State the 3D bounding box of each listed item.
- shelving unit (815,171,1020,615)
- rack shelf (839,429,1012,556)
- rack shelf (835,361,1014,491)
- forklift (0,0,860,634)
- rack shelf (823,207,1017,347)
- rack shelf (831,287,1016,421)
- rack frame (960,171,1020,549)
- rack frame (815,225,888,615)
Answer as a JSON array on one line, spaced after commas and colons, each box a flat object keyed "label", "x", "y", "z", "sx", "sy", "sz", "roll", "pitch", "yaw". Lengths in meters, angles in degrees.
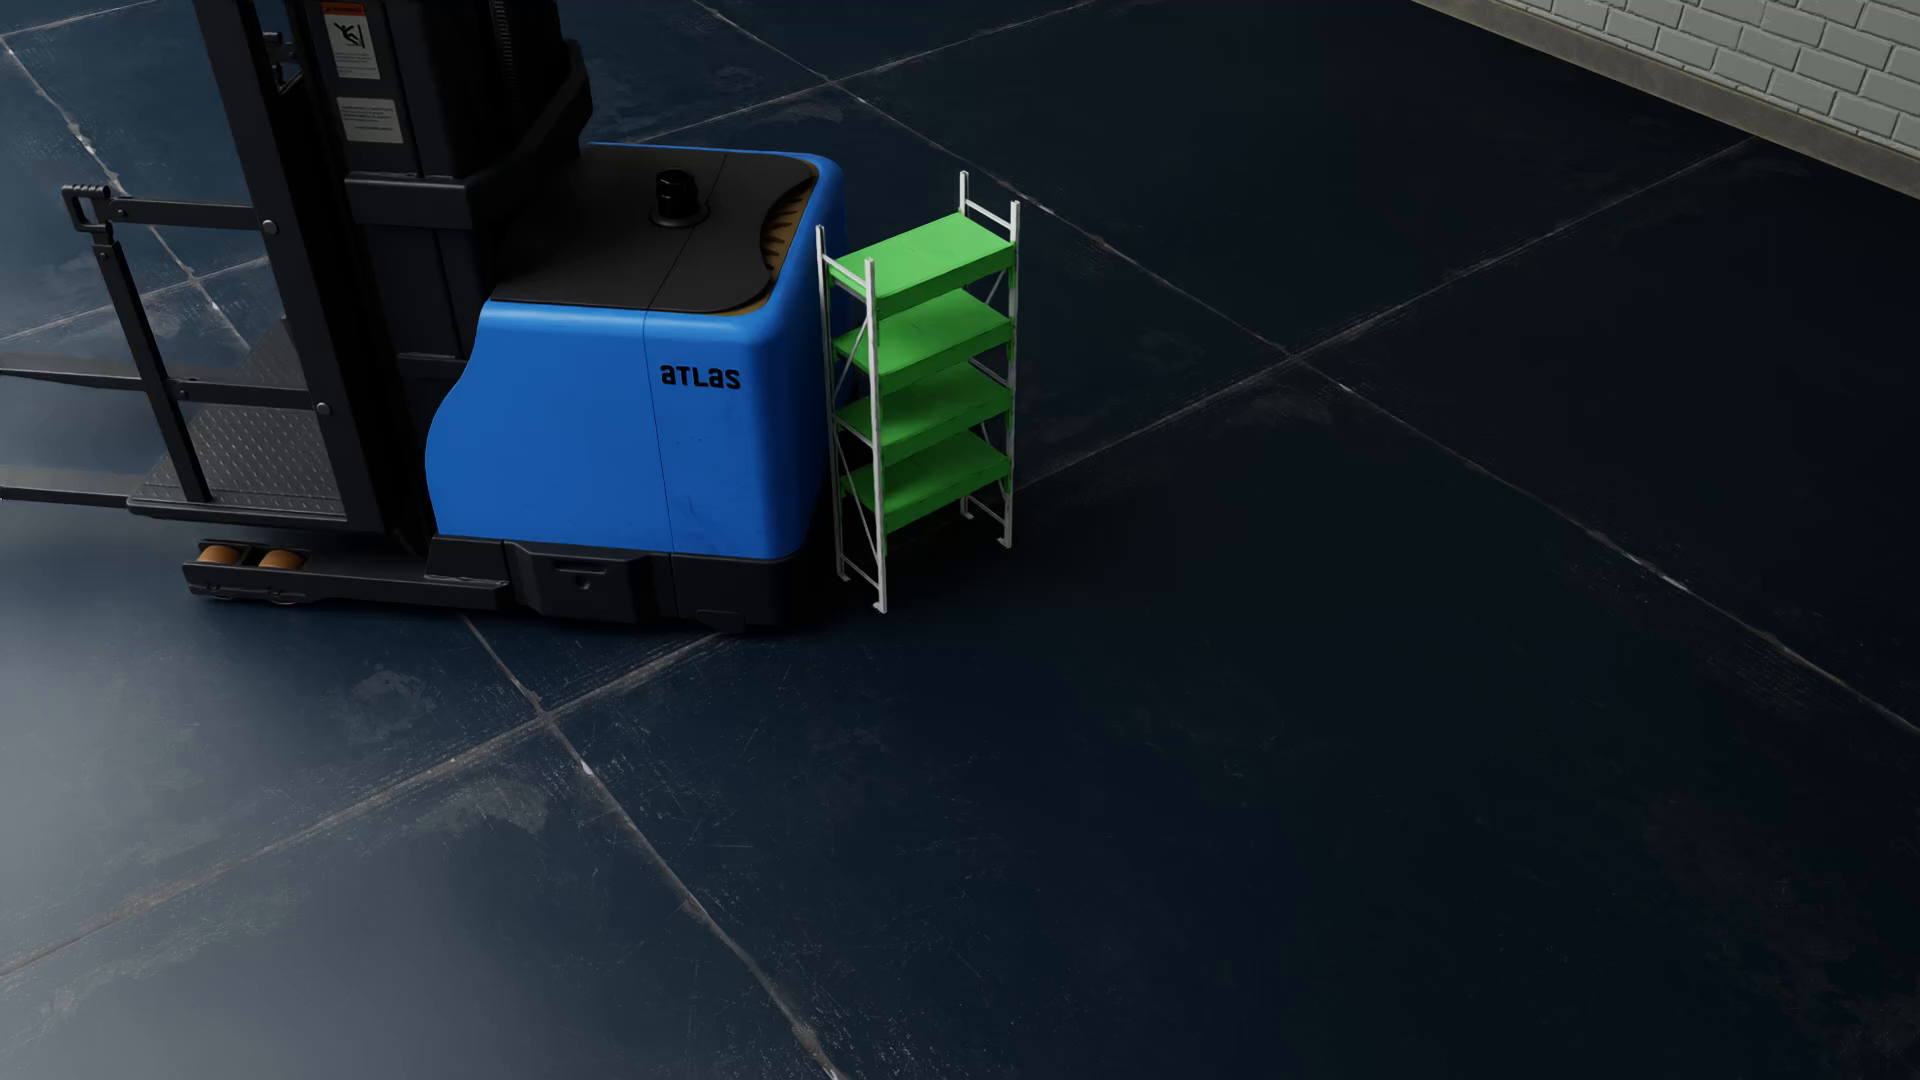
[{"label": "shelving unit", "x": -0.109, "y": -0.400, "z": 4.792, "sx": 0.503, "sy": 1.200, "sz": 0.258, "roll": -27, "pitch": 47, "yaw": -29}, {"label": "rack shelf", "x": -0.109, "y": -0.165, "z": 4.985, "sx": 0.480, "sy": 0.148, "sz": 0.258, "roll": -27, "pitch": 47, "yaw": -29}, {"label": "rack shelf", "x": -0.109, "y": -0.351, "z": 4.833, "sx": 0.480, "sy": 0.148, "sz": 0.258, "roll": -27, "pitch": 47, "yaw": -29}, {"label": "forklift", "x": -1.886, "y": -1.265, "z": 4.481, "sx": 3.031, "sy": 2.935, "sz": 1.130, "roll": 4, "pitch": 40, "yaw": 5}, {"label": "rack shelf", "x": -0.109, "y": -0.722, "z": 4.528, "sx": 0.480, "sy": 0.148, "sz": 0.258, "roll": -27, "pitch": 47, "yaw": -29}, {"label": "rack shelf", "x": -0.109, "y": -0.536, "z": 4.680, "sx": 0.480, "sy": 0.148, "sz": 0.258, "roll": -27, "pitch": 47, "yaw": -29}, {"label": "rack frame", "x": 0.081, "y": -0.498, "z": 4.911, "sx": 0.015, "sy": 1.200, "sz": 0.240, "roll": -27, "pitch": 47, "yaw": -29}, {"label": "rack frame", "x": -0.299, "y": -0.303, "z": 4.673, "sx": 0.015, "sy": 1.200, "sz": 0.240, "roll": -27, "pitch": 47, "yaw": -29}]
